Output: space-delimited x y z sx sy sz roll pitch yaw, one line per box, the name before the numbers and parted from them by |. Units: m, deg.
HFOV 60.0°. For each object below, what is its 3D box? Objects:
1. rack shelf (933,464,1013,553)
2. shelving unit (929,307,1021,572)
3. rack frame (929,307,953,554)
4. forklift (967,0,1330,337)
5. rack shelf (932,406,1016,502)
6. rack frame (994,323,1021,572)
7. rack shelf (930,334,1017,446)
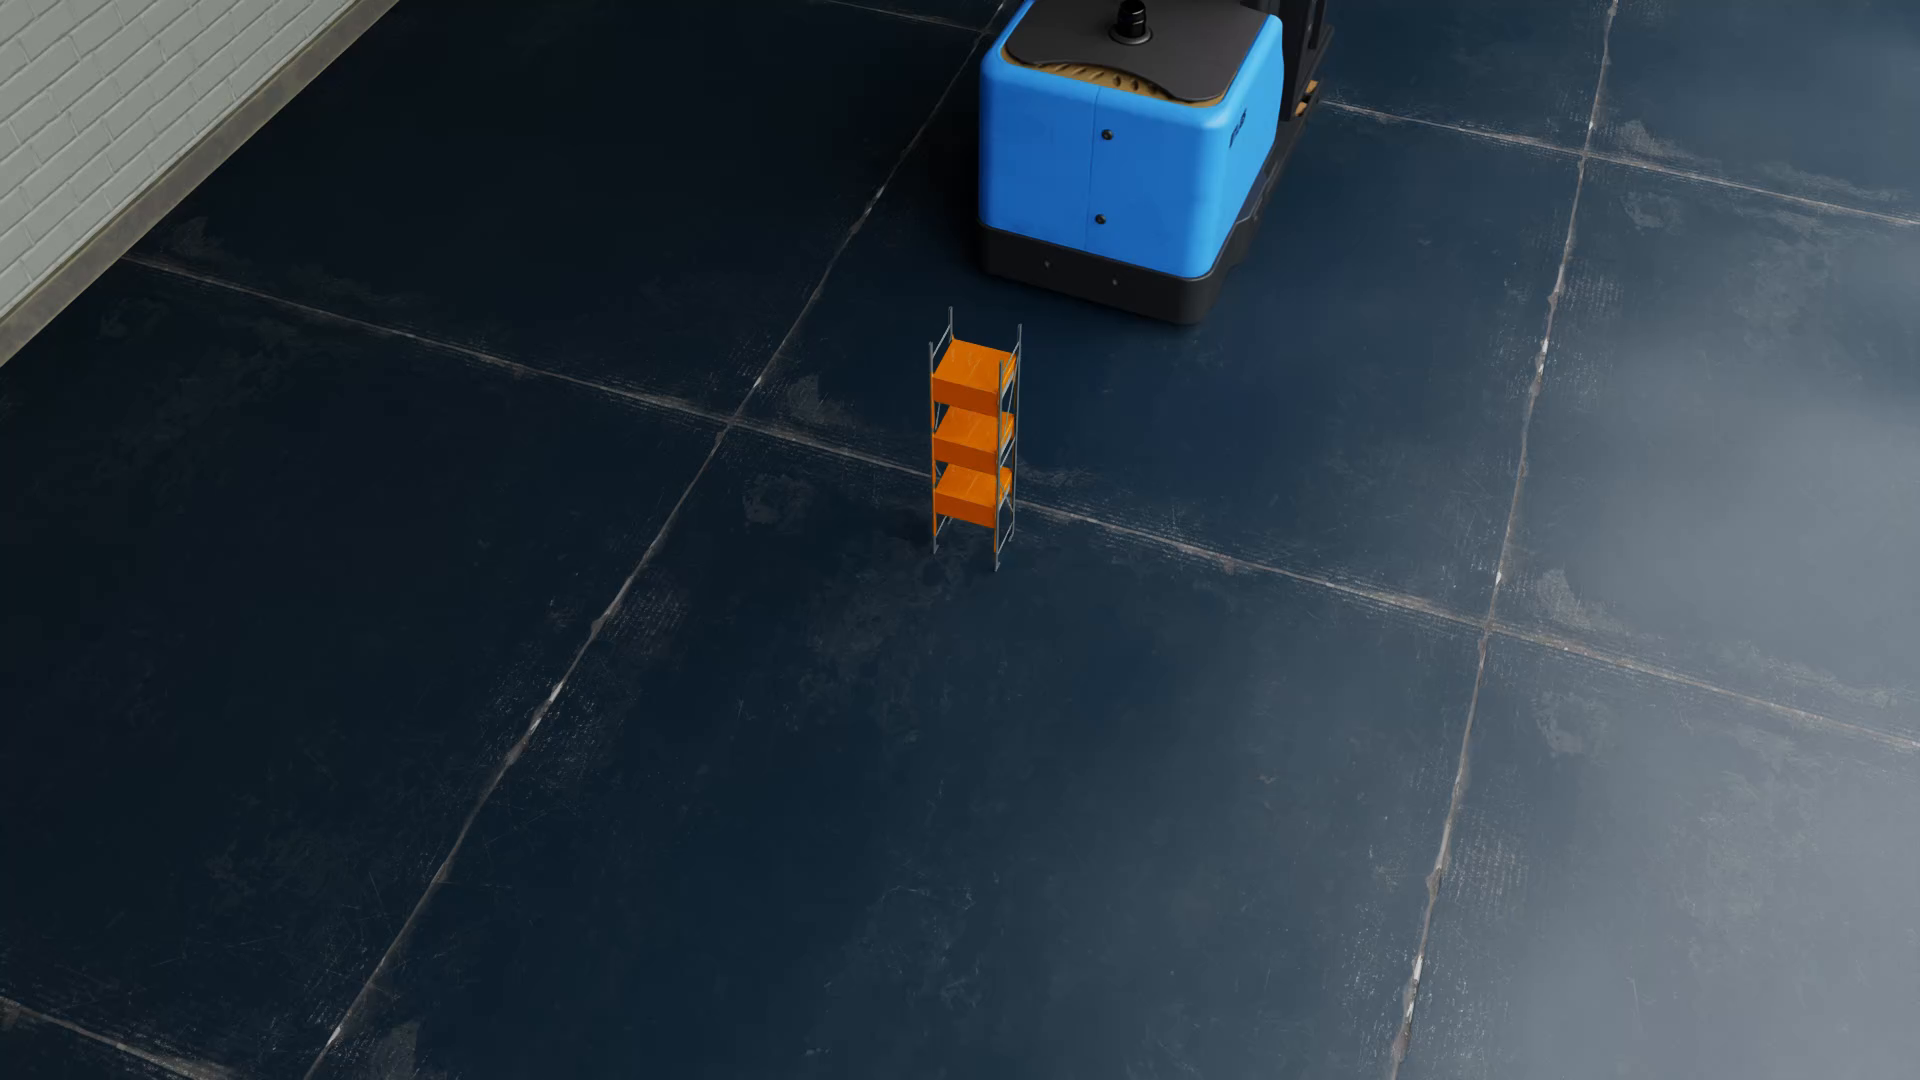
rack shelf | 0.050 -0.141 6.059 0.240 0.259 0.215 16 51 13
shelving unit | 0.050 -0.330 5.841 0.252 1.050 0.215 16 51 13
rack frame | -0.064 -0.362 5.869 0.008 1.050 0.200 16 51 13
forklift | 1.066 -2.934 6.854 1.130 2.935 3.031 18 51 15
rack shelf | 0.050 -0.323 5.849 0.240 0.259 0.215 16 51 13
rack frame | 0.165 -0.298 5.813 0.008 1.050 0.200 16 51 13
rack shelf | 0.050 -0.509 5.635 0.240 0.259 0.215 16 51 13
